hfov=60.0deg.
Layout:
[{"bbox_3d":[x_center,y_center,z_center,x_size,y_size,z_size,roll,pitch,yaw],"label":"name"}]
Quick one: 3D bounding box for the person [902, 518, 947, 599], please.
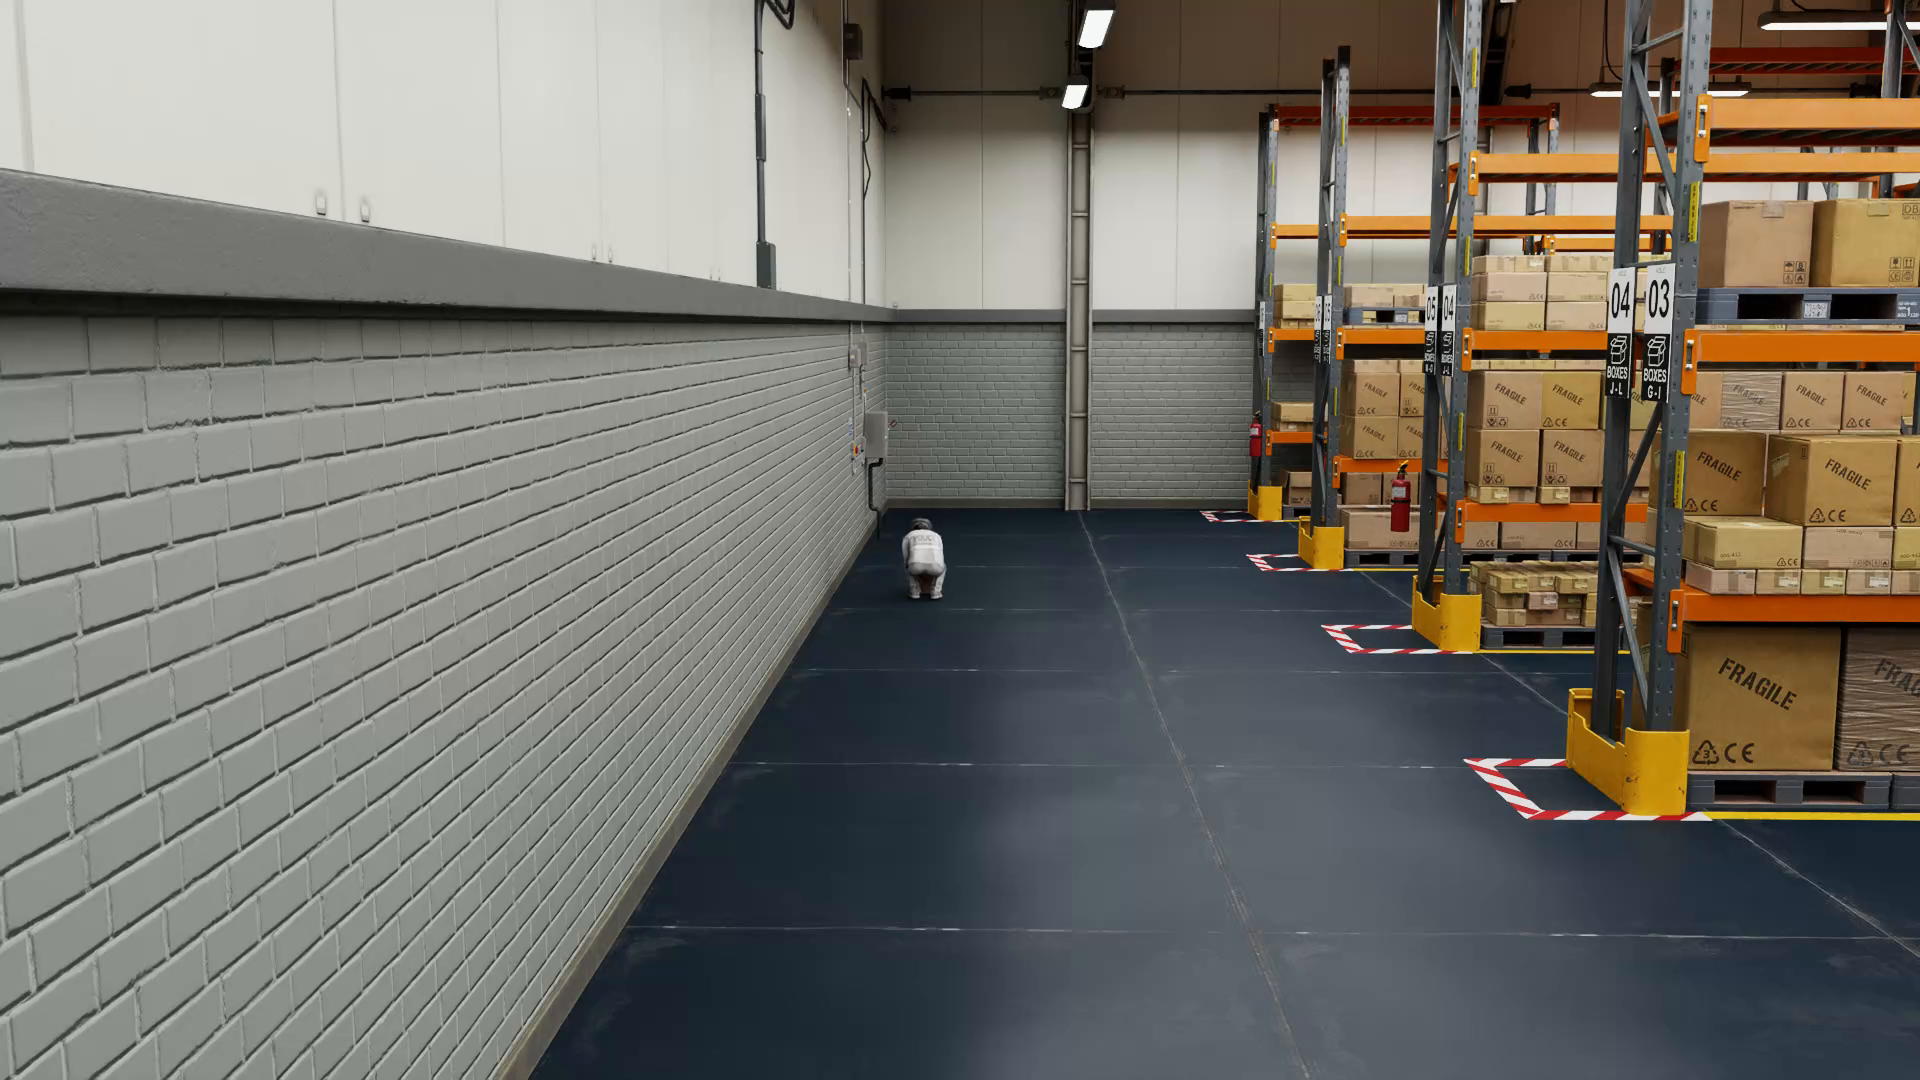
[{"bbox_3d":[-0.379,0.223,17.614,0.473,0.851,0.873,0,7,1],"label":"person"}]
